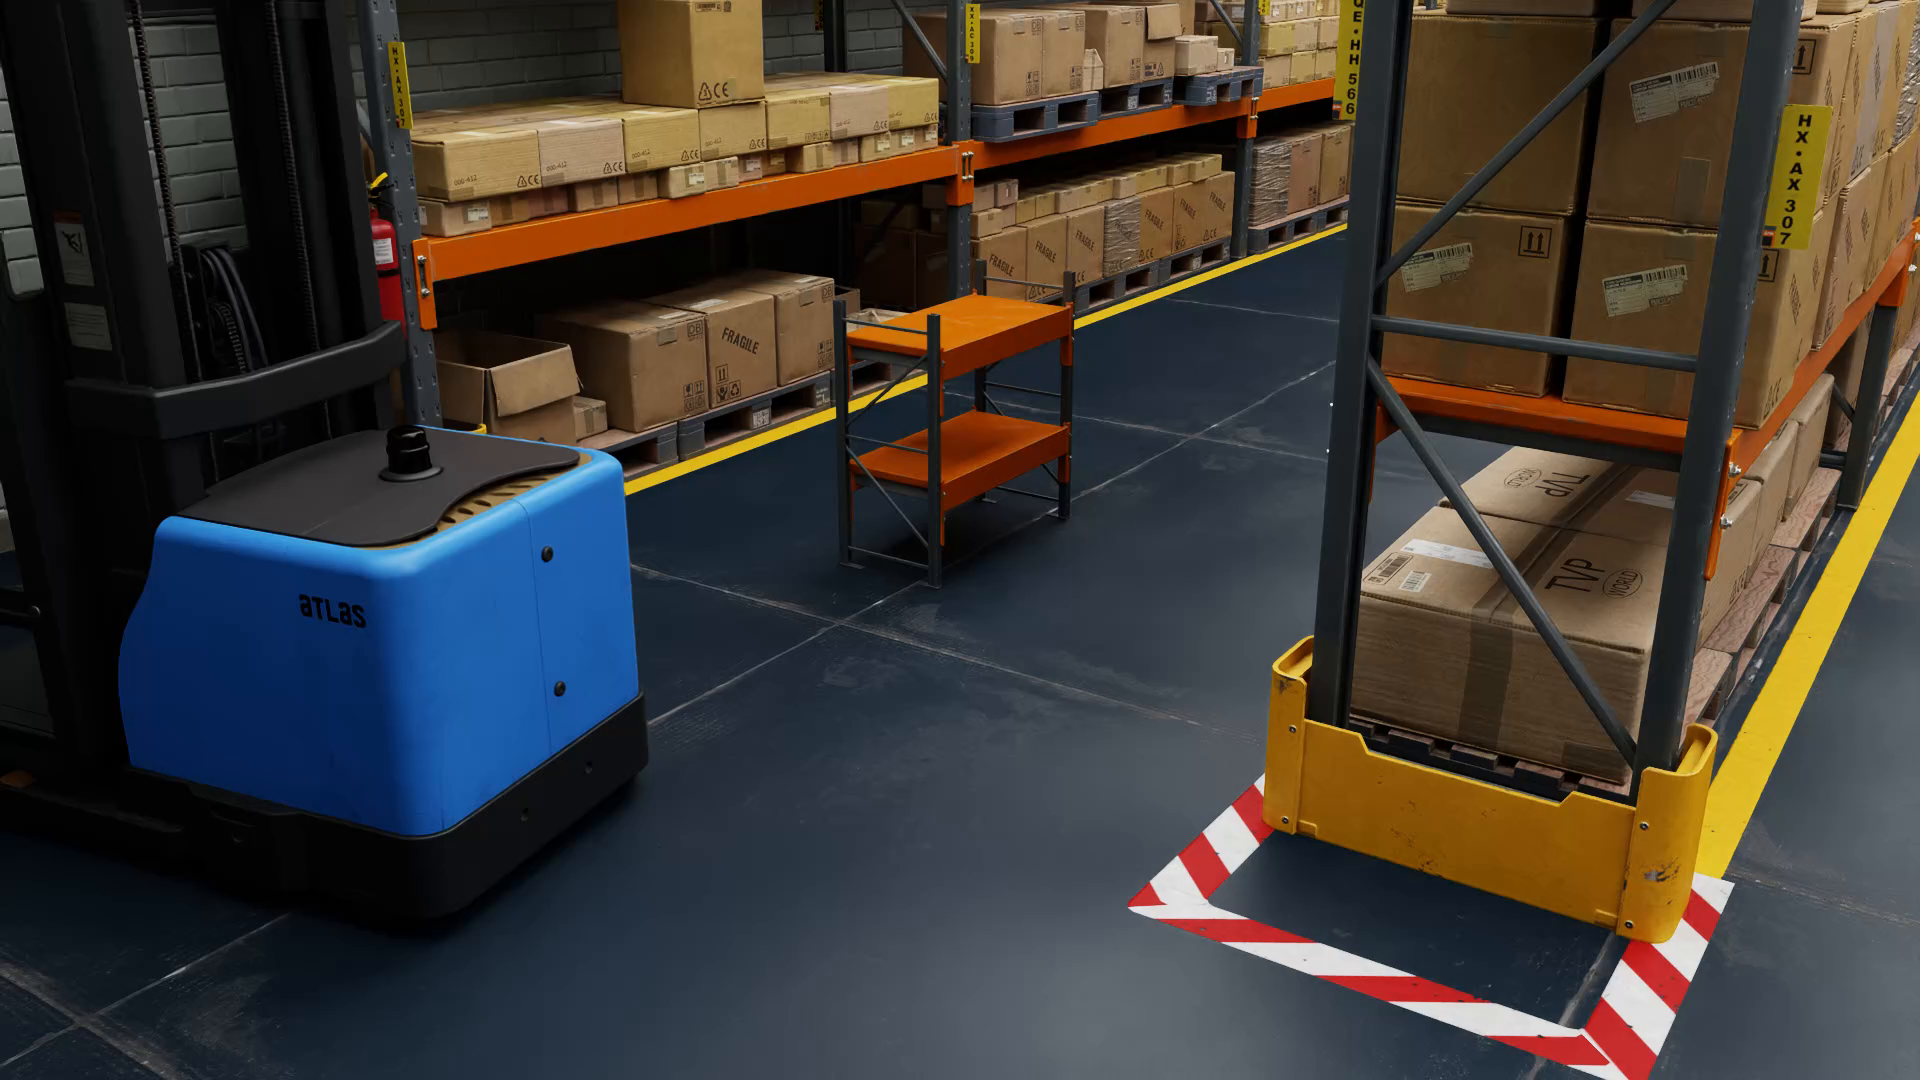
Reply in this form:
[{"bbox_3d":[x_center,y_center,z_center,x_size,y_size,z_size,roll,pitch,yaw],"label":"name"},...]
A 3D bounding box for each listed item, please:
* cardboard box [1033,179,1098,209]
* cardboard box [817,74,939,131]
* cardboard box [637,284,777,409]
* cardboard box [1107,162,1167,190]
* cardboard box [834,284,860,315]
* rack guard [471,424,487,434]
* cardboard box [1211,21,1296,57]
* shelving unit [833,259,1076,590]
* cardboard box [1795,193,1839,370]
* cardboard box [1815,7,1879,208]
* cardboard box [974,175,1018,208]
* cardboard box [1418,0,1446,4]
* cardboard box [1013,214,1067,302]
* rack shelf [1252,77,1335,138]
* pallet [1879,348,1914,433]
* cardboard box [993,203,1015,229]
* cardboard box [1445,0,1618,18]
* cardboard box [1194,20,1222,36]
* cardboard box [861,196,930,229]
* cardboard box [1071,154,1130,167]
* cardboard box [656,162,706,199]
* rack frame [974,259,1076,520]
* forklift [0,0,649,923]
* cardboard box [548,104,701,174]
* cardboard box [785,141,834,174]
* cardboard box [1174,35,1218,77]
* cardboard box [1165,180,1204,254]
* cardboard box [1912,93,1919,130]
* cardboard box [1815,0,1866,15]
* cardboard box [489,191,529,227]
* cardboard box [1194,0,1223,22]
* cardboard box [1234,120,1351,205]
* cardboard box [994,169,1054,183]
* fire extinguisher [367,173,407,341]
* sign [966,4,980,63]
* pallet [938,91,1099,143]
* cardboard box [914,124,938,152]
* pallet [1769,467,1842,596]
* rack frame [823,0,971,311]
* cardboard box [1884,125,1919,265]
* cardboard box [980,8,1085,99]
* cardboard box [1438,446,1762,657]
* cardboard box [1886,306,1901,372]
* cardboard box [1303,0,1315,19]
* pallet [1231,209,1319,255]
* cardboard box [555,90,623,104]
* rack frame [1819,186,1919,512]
[{"bbox_3d":[0.721,-2.384,11.450,0.380,0.149,0.250,14,25,34],"label":"cardboard box"},{"bbox_3d":[-0.468,-2.493,9.468,0.500,0.250,0.500,14,24,33],"label":"cardboard box"},{"bbox_3d":[-1.317,-1.021,8.700,0.500,0.500,0.500,14,24,33],"label":"cardboard box"},{"bbox_3d":[1.299,-2.685,12.262,0.380,0.149,0.250,14,25,33],"label":"cardboard box"},{"bbox_3d":[-0.950,-1.410,10.023,0.500,0.311,0.500,14,25,34],"label":"cardboard box"},{"bbox_3d":[-2.589,-0.319,7.407,1.175,0.500,0.348,13,24,32],"label":"rack guard"},{"bbox_3d":[2.338,-4.004,13.262,0.500,0.250,0.500,13,24,32],"label":"cardboard box"},{"bbox_3d":[-0.004,-0.526,7.065,0.538,1.125,1.048,13,24,32],"label":"shelving unit"},{"bbox_3d":[2.244,-0.782,4.911,0.500,0.500,0.500,13,24,31],"label":"cardboard box"},{"bbox_3d":[2.266,-1.251,4.737,0.500,0.500,0.500,13,24,30],"label":"cardboard box"},{"bbox_3d":[0.145,-2.221,10.579,0.380,0.149,0.250,12,23,29],"label":"cardboard box"},{"bbox_3d":[4.511,-5.304,16.202,0.380,0.149,0.250,13,24,31],"label":"cardboard box"},{"bbox_3d":[0.366,-1.892,11.053,0.500,0.500,0.500,13,24,31],"label":"cardboard box"},{"bbox_3d":[2.990,-4.002,14.796,1.077,0.370,4.000,13,24,32],"label":"rack shelf"},{"bbox_3d":[4.781,-0.930,9.476,1.003,0.211,1.213,13,24,32],"label":"pallet"},{"bbox_3d":[0.130,-2.092,10.659,0.380,0.149,0.250,13,24,30],"label":"cardboard box"},{"bbox_3d":[1.512,-1.465,4.381,0.380,0.149,0.250,14,24,33],"label":"cardboard box"},{"bbox_3d":[1.888,-4.112,13.554,0.500,0.250,0.500,14,24,33],"label":"cardboard box"},{"bbox_3d":[-0.415,-2.108,10.703,0.380,0.149,0.250,12,24,30],"label":"cardboard box"},{"bbox_3d":[1.069,-2.847,12.701,0.380,0.149,0.250,14,24,33],"label":"cardboard box"},{"bbox_3d":[-1.455,-1.753,8.042,0.380,0.149,0.250,12,24,30],"label":"cardboard box"},{"bbox_3d":[0.282,-0.671,7.459,0.500,1.125,0.032,13,24,32],"label":"rack frame"},{"bbox_3d":[-2.535,-0.676,4.868,3.031,2.935,1.130,9,22,22],"label":"forklift"},{"bbox_3d":[-1.588,-1.907,7.885,0.500,0.250,0.500,13,24,31],"label":"cardboard box"},{"bbox_3d":[-0.898,-2.052,8.851,0.380,0.149,0.250,13,24,31],"label":"cardboard box"},{"bbox_3d":[1.540,-3.526,12.084,0.500,0.250,0.500,12,23,29],"label":"cardboard box"},{"bbox_3d":[1.516,-2.485,12.657,0.500,0.500,0.500,13,24,31],"label":"cardboard box"},{"bbox_3d":[3.395,-1.833,6.312,0.500,0.500,0.500,13,24,31],"label":"cardboard box"},{"bbox_3d":[2.233,-1.512,4.509,0.380,0.149,0.250,14,25,33],"label":"cardboard box"},{"bbox_3d":[-2.115,-1.475,7.290,0.380,0.149,0.250,14,24,33],"label":"cardboard box"},{"bbox_3d":[1.881,-4.249,13.349,0.380,0.149,0.250,14,25,34],"label":"cardboard box"},{"bbox_3d":[2.966,-3.407,14.969,0.875,0.625,0.625,12,24,30],"label":"cardboard box"},{"bbox_3d":[0.445,-2.555,11.910,0.380,0.149,0.250,12,24,30],"label":"cardboard box"},{"bbox_3d":[-2.332,-1.126,6.635,0.296,0.674,0.183,13,24,32],"label":"fire extinguisher"},{"bbox_3d":[0.070,-2.920,9.587,0.100,0.325,0.005,13,24,32],"label":"sign"},{"bbox_3d":[0.156,-2.735,10.613,1.003,0.211,1.213,13,24,32],"label":"pallet"},{"bbox_3d":[-0.354,-2.359,9.681,0.380,0.149,0.250,14,24,33],"label":"cardboard box"},{"bbox_3d":[3.232,-0.140,7.339,1.003,0.211,1.213,13,24,32],"label":"pallet"},{"bbox_3d":[-0.383,-2.618,10.018,1.000,3.000,0.127,13,24,32],"label":"rack frame"},{"bbox_3d":[3.390,-1.366,6.490,0.500,0.500,0.500,13,24,31],"label":"cardboard box"},{"bbox_3d":[0.365,-3.105,10.586,0.700,0.500,0.500,14,24,32],"label":"cardboard box"},{"bbox_3d":[2.271,0.029,5.951,0.875,0.438,0.875,14,25,33],"label":"cardboard box"},{"bbox_3d":[4.508,-1.305,8.927,0.875,0.875,0.875,14,25,33],"label":"cardboard box"},{"bbox_3d":[2.697,-4.383,13.712,0.380,0.149,0.250,14,24,32],"label":"cardboard box"},{"bbox_3d":[2.360,-2.686,14.222,1.003,0.211,1.213,13,24,32],"label":"pallet"},{"bbox_3d":[-1.725,-2.162,8.572,0.500,0.250,0.500,13,24,32],"label":"cardboard box"},{"bbox_3d":[3.724,-1.651,7.404,1.000,3.000,0.127,13,24,32],"label":"rack frame"}]
